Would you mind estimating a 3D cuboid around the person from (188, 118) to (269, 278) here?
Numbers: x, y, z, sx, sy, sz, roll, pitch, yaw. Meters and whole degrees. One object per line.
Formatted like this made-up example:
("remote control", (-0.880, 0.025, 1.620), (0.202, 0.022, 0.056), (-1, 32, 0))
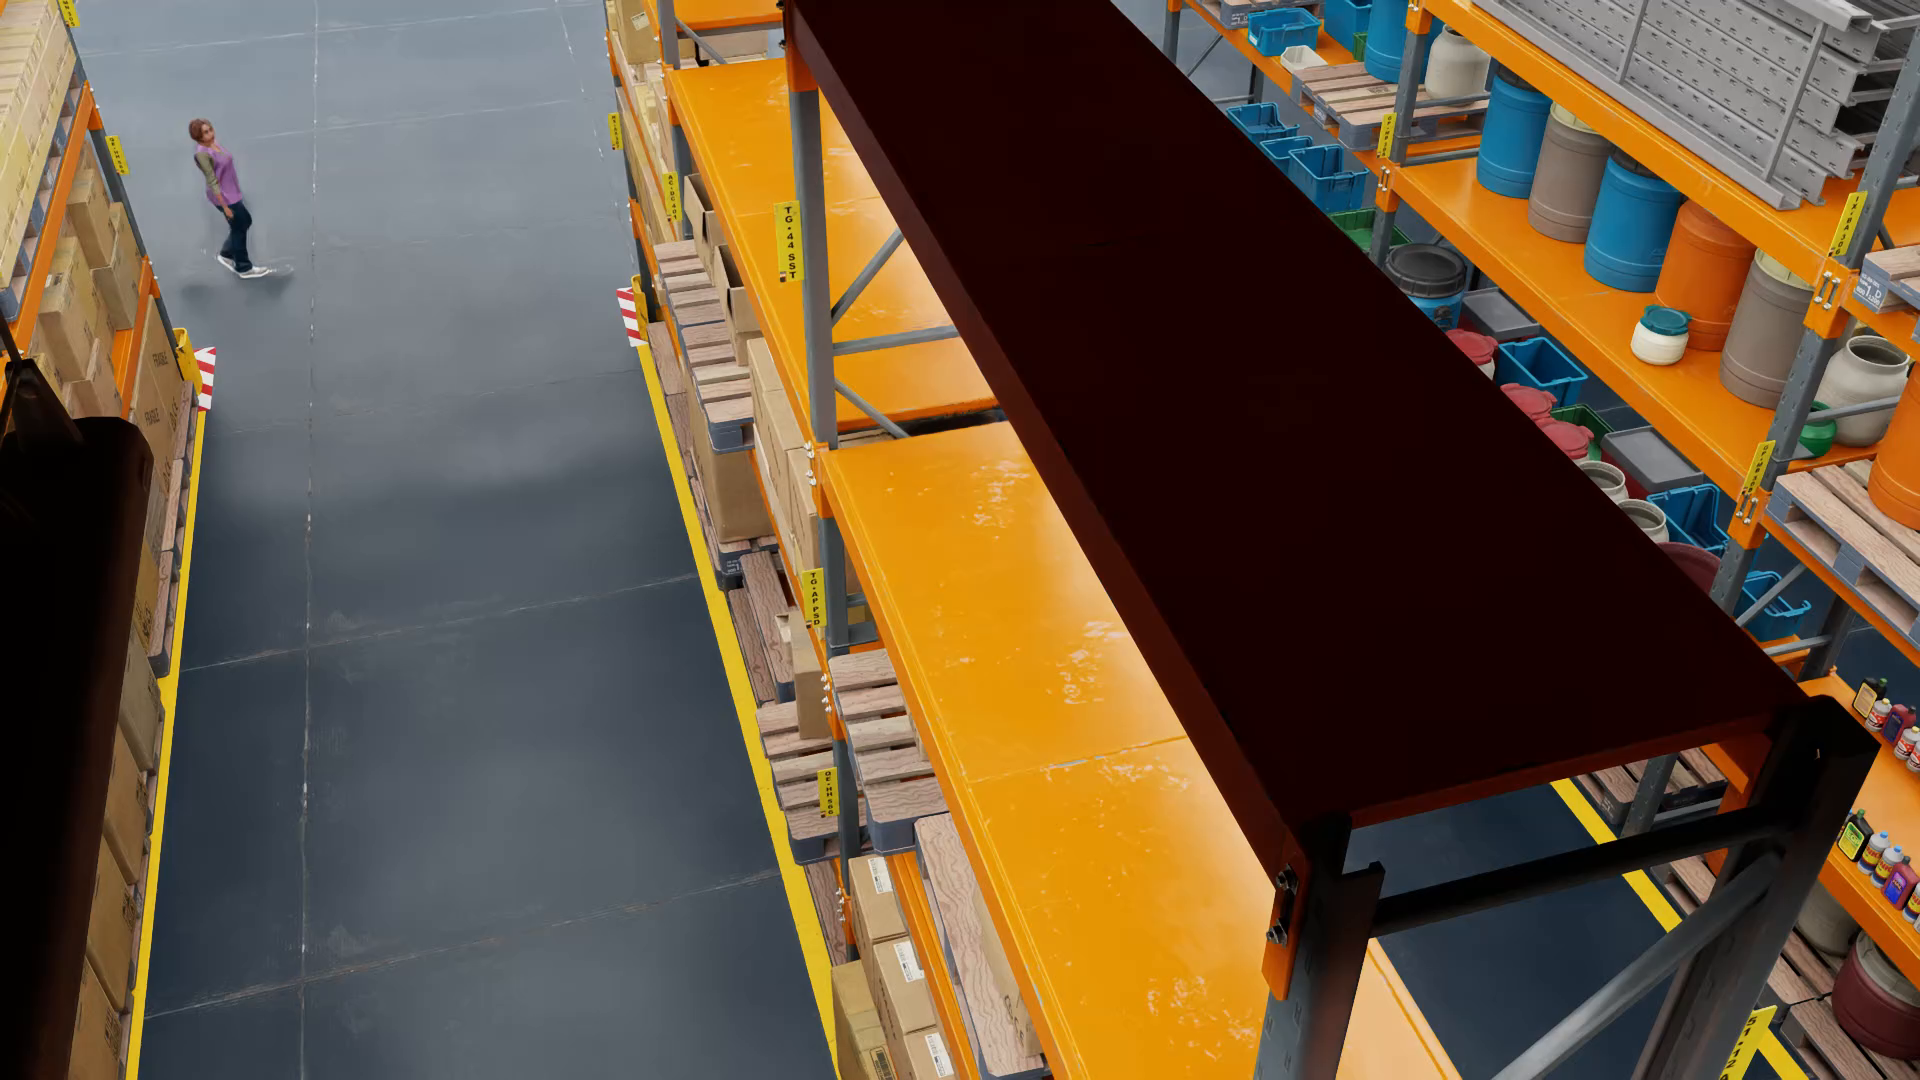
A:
("person", (-6.880, -3.195, 15.555), (0.419, 1.592, 0.439), (-28, 46, -31))
